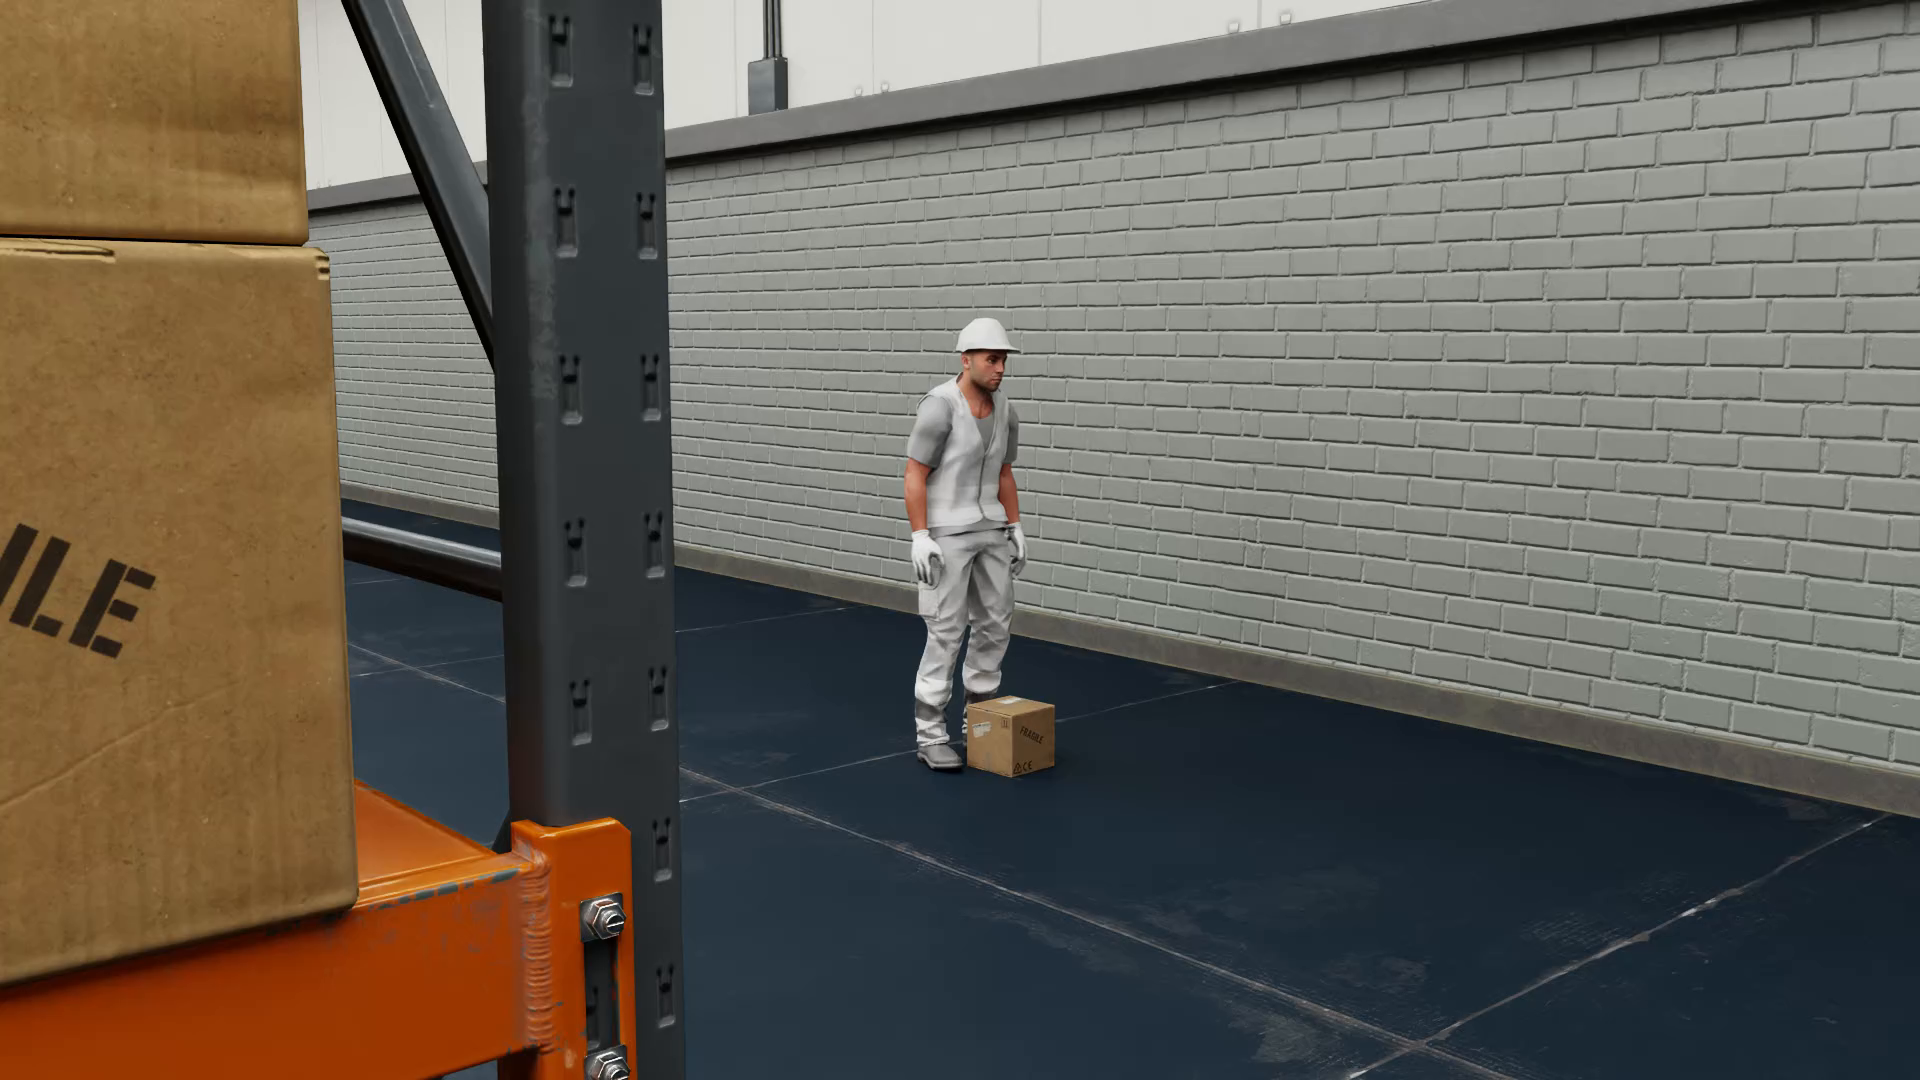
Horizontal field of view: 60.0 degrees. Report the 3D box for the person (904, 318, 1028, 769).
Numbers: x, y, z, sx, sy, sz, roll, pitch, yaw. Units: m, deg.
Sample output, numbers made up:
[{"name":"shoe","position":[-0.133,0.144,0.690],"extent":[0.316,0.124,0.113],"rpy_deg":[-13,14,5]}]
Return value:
[{"name":"person","position":[0.036,0.003,6.694],"extent":[0.603,1.778,0.451],"rpy_deg":[-7,10,-42]}]
